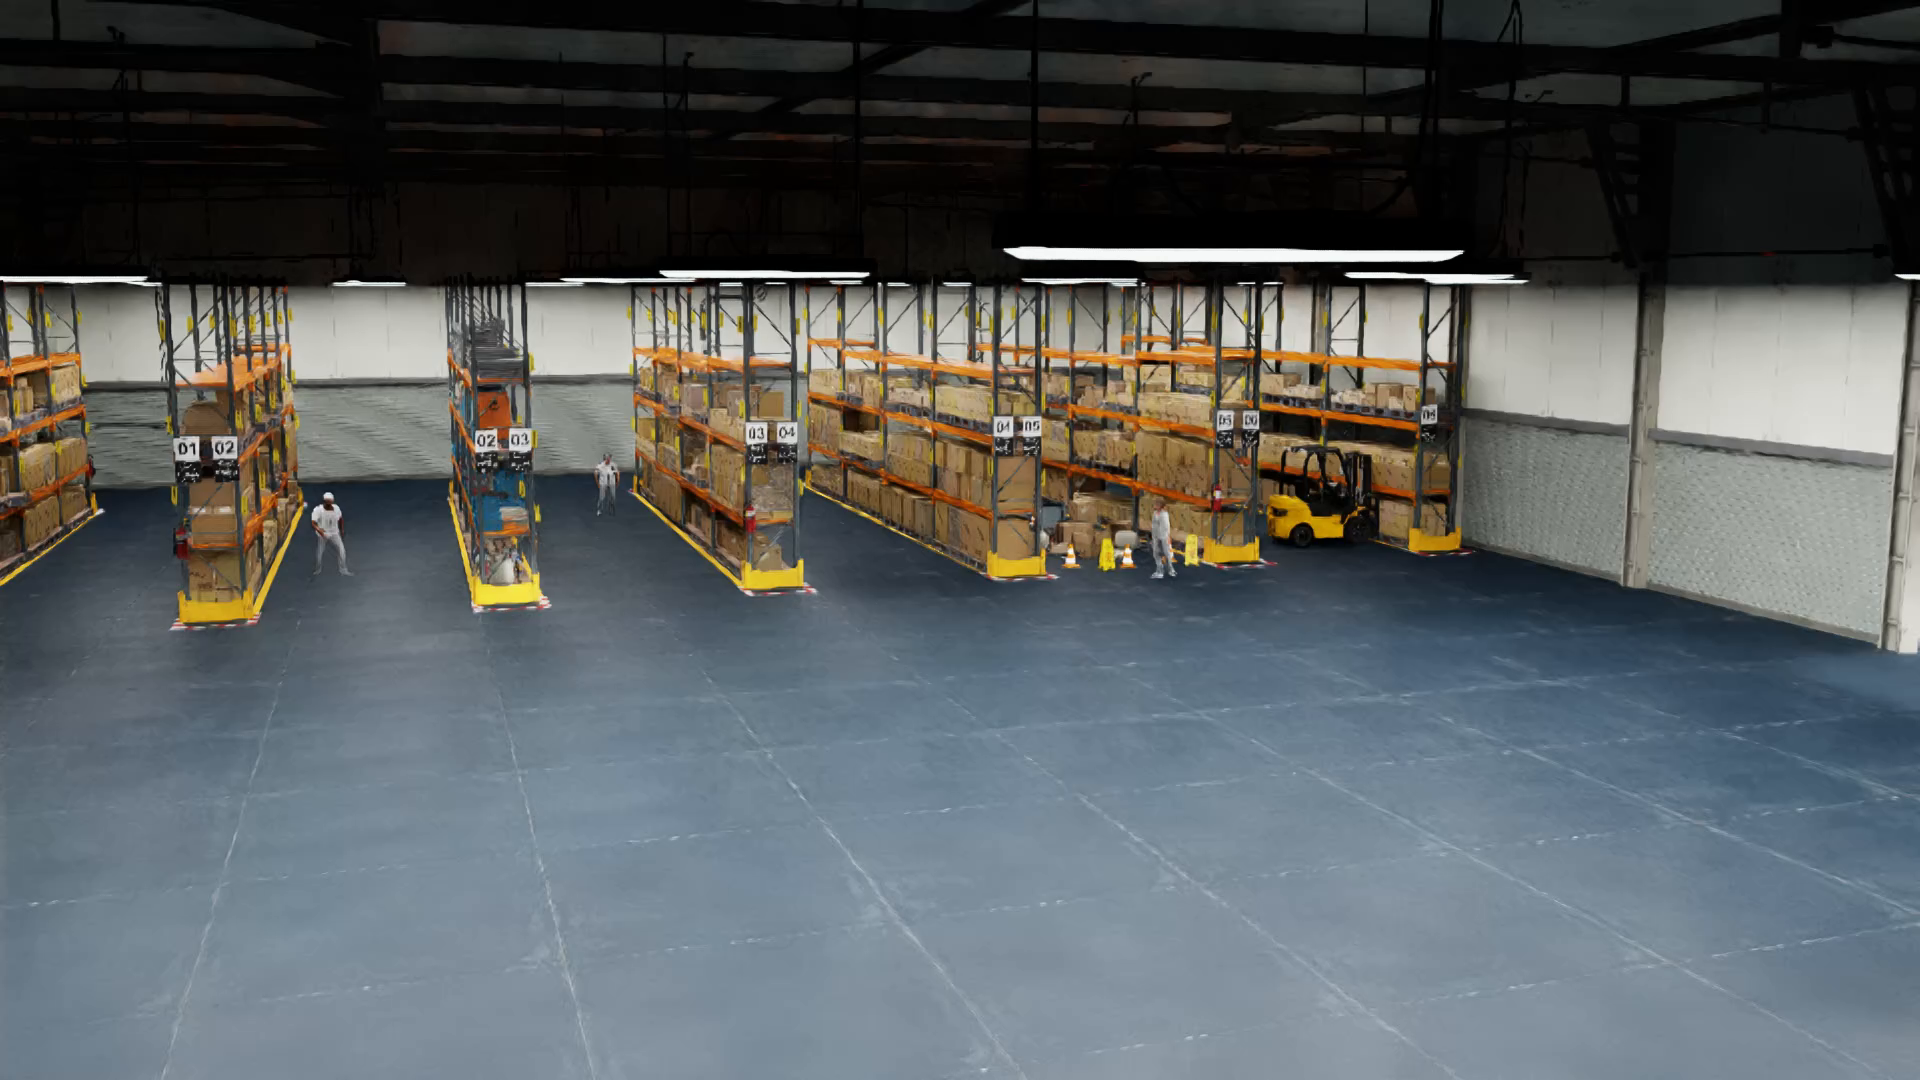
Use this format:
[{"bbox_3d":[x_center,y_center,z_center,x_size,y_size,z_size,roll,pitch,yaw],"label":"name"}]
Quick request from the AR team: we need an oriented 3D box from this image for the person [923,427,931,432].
[{"bbox_3d":[-1.041,-3.043,52.693,0.914,1.646,0.546,8,12,44],"label":"person"}]

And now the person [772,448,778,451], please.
[{"bbox_3d":[-5.527,-2.557,49.374,0.534,1.655,1.041,-1,9,-9],"label":"person"}]

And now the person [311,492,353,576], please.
[{"bbox_3d":[-12.635,-0.125,33.251,0.699,1.706,0.840,-6,11,-35],"label":"person"}]

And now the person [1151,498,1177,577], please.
[{"bbox_3d":[4.067,-0.053,33.229,0.483,1.587,0.513,-8,12,-44],"label":"person"}]

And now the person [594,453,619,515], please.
[{"bbox_3d":[-8.939,-1.414,42.152,0.625,1.611,0.582,-3,9,-21],"label":"person"}]
